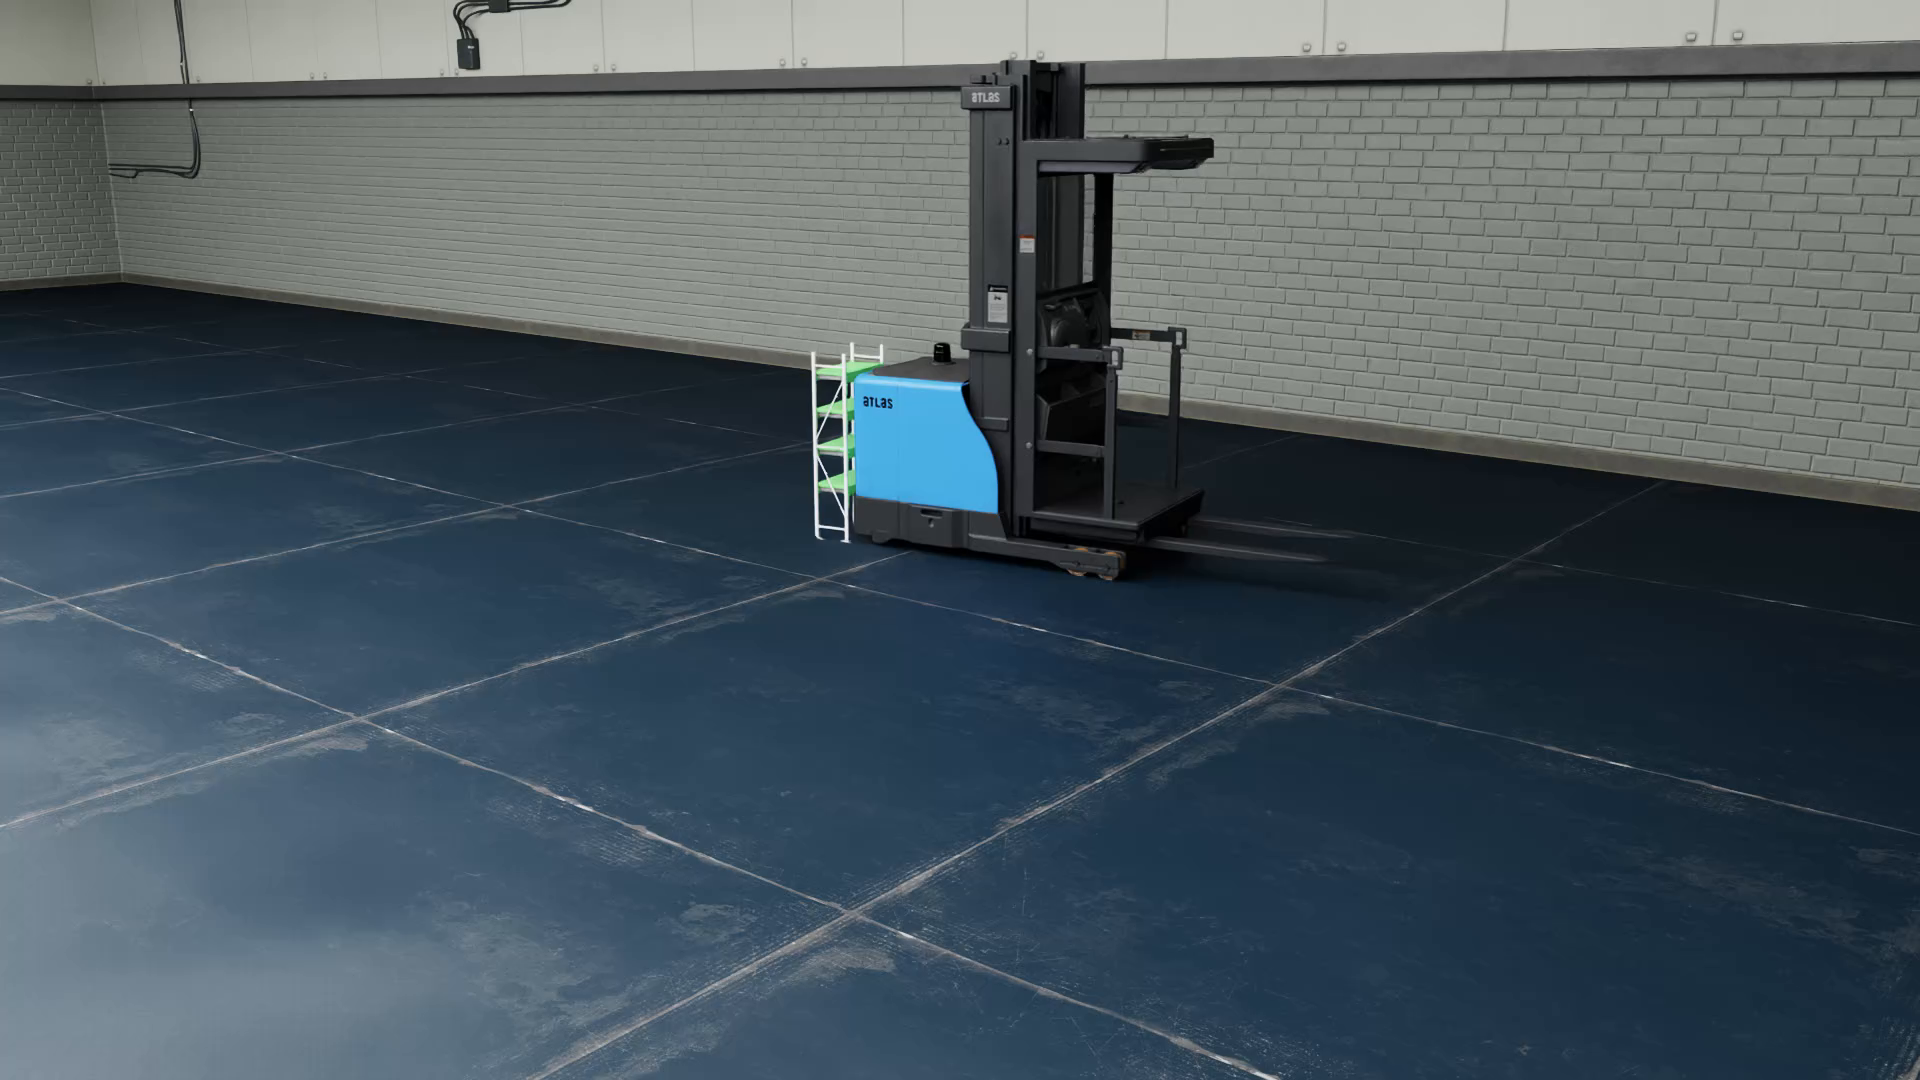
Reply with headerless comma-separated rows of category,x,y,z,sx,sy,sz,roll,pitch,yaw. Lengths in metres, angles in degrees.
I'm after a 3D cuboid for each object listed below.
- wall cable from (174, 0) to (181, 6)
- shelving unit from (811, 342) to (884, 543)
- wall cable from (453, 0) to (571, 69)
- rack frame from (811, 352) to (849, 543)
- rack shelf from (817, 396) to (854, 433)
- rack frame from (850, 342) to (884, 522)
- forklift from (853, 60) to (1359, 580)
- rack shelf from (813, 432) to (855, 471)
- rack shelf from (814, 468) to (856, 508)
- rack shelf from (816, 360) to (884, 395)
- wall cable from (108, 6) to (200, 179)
wall cable,-10.530,-8.892,23.396,3.097,2.526,0.112,11,18,38
shelving unit,-0.708,-0.633,10.679,0.258,1.200,0.503,7,16,25
wall cable,-5.260,-8.543,19.070,2.305,6.003,0.169,11,18,38
rack frame,-0.816,-0.579,10.467,0.240,1.200,0.015,7,16,25
rack shelf,-0.708,-0.804,10.636,0.258,0.148,0.480,7,16,25
rack frame,-0.601,-0.687,10.892,0.240,1.200,0.015,7,16,25
forklift,0.867,-1.335,9.924,3.031,2.935,1.130,8,16,28
rack shelf,-0.708,-0.571,10.695,0.258,0.148,0.480,7,16,25
rack shelf,-0.708,-0.339,10.754,0.258,0.148,0.480,7,16,25
rack shelf,-0.708,-1.037,10.577,0.258,0.148,0.480,7,16,25
wall cable,-12.634,-6.862,25.666,3.097,2.526,0.112,11,18,38
